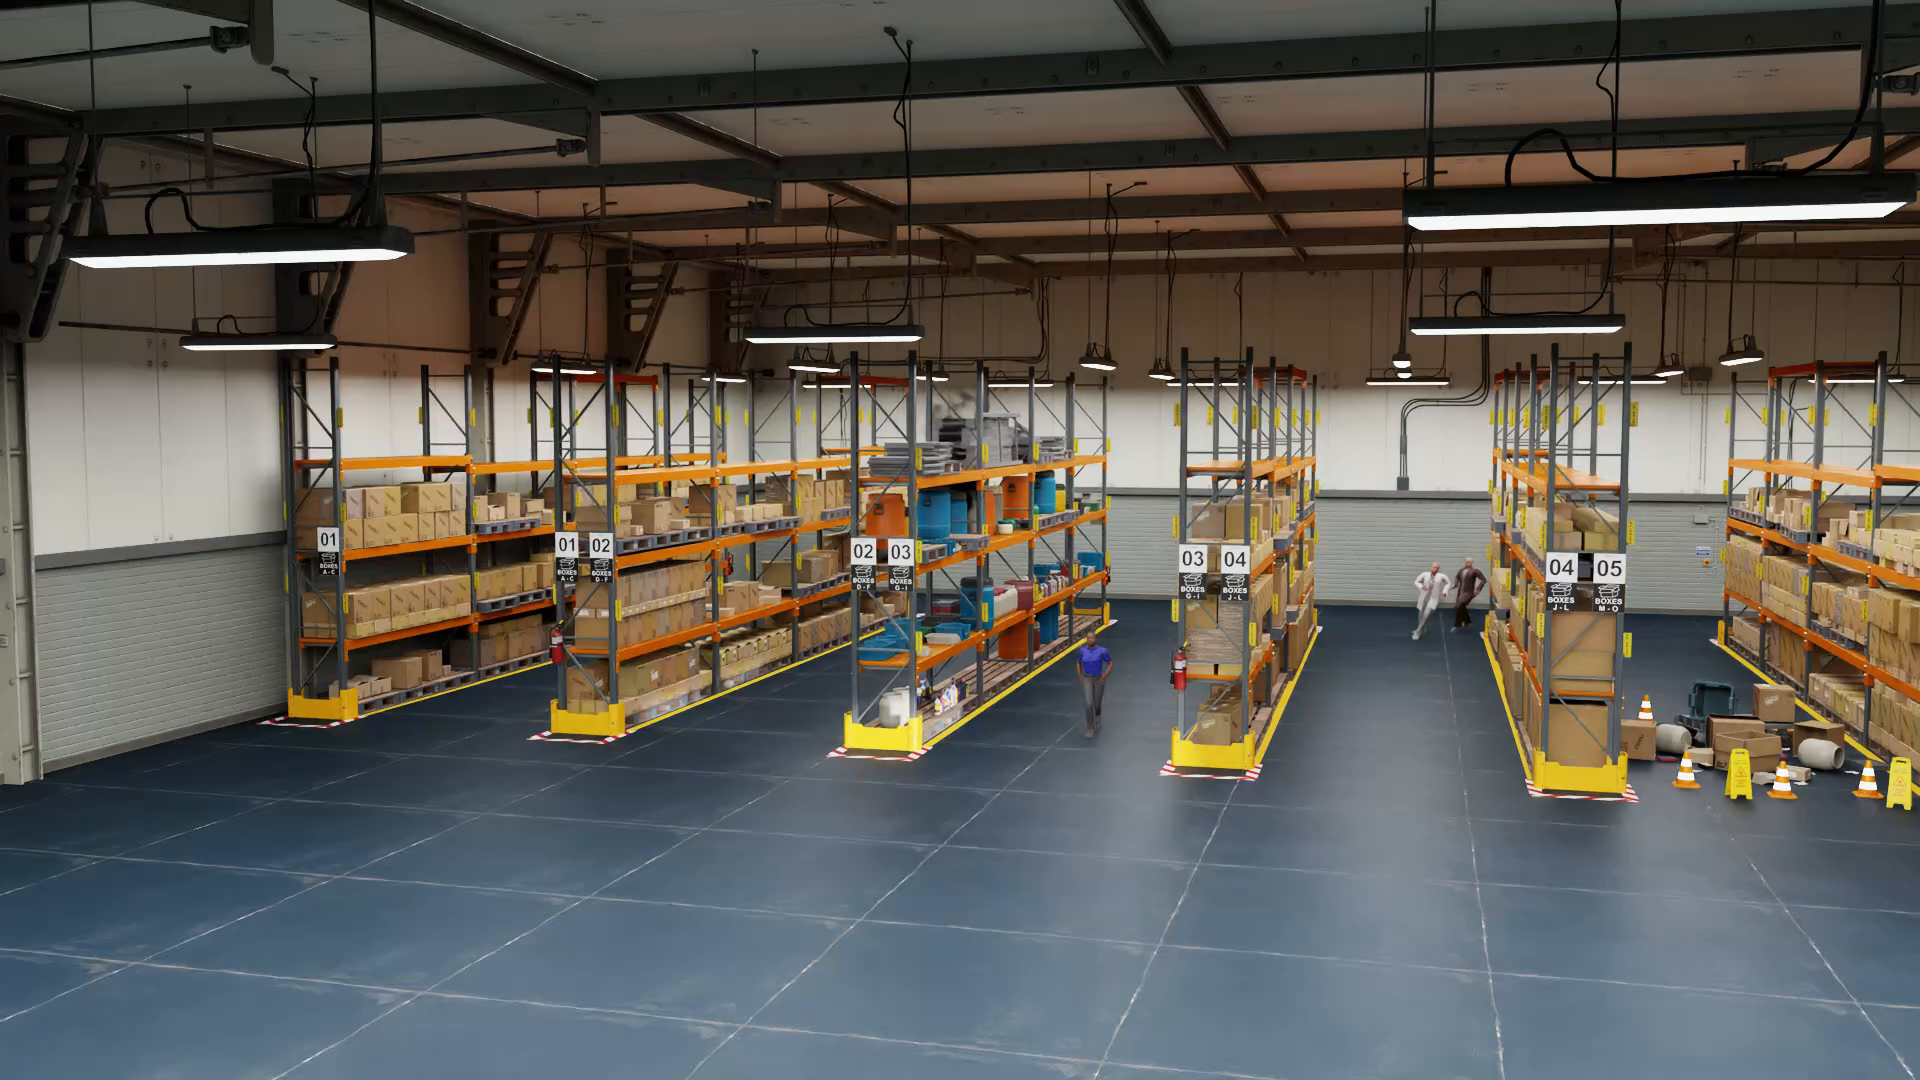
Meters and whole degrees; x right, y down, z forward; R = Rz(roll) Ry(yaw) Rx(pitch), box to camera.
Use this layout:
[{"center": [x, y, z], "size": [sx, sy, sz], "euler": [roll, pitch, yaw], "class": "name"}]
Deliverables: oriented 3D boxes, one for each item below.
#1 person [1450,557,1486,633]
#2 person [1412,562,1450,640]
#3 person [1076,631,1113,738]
[{"center": [11.837, 1.293, 38.794], "size": [0.762, 1.805, 0.769], "euler": [-2, 5, -25], "class": "person"}, {"center": [10.662, 1.381, 37.767], "size": [0.826, 1.771, 0.944], "euler": [2, 5, 29], "class": "person"}, {"center": [2.133, 2.267, 26.331], "size": [0.598, 1.675, 0.723], "euler": [1, 4, 14], "class": "person"}]
